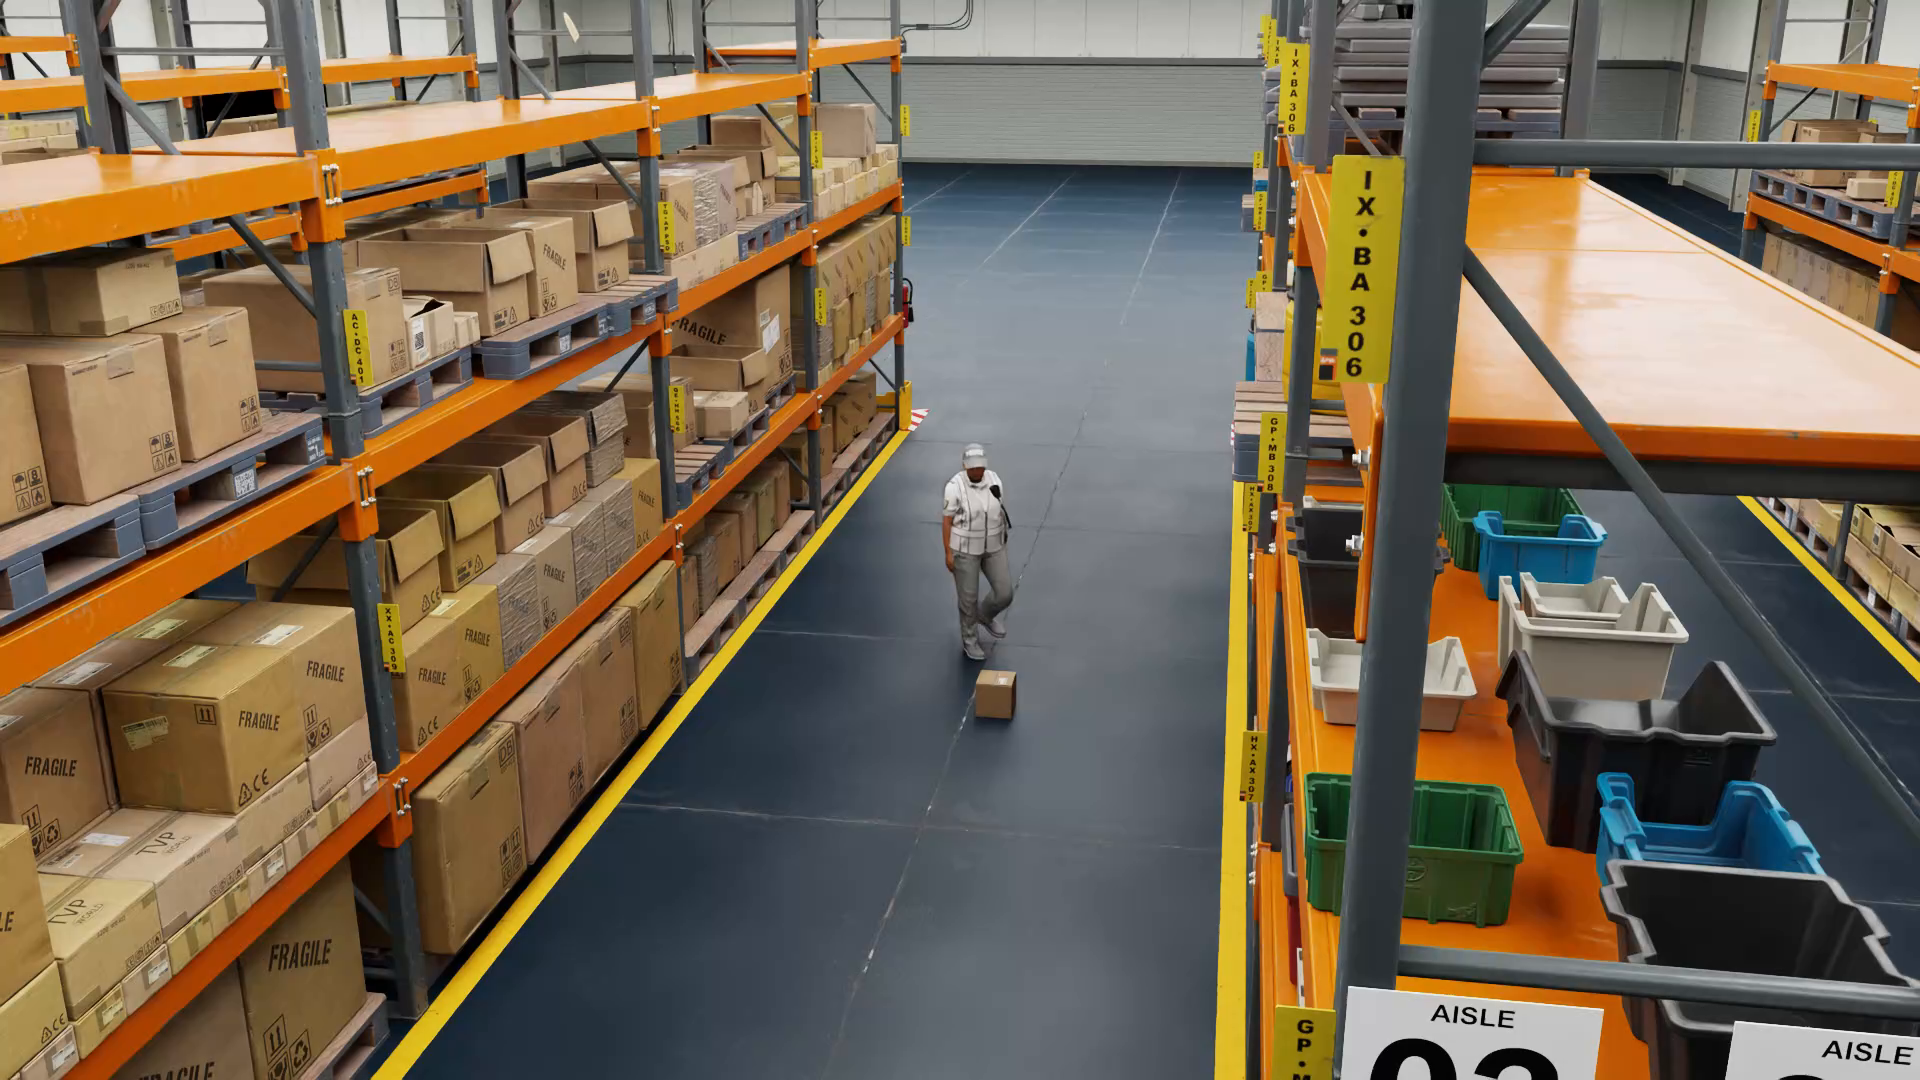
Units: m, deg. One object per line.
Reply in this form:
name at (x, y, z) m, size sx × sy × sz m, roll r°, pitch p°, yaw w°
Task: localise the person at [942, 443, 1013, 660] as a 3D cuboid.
person at (0.134, 0.061, 12.353) m, size 0.559 × 1.660 × 0.521 m, roll -8°, pitch 19°, yaw -22°
